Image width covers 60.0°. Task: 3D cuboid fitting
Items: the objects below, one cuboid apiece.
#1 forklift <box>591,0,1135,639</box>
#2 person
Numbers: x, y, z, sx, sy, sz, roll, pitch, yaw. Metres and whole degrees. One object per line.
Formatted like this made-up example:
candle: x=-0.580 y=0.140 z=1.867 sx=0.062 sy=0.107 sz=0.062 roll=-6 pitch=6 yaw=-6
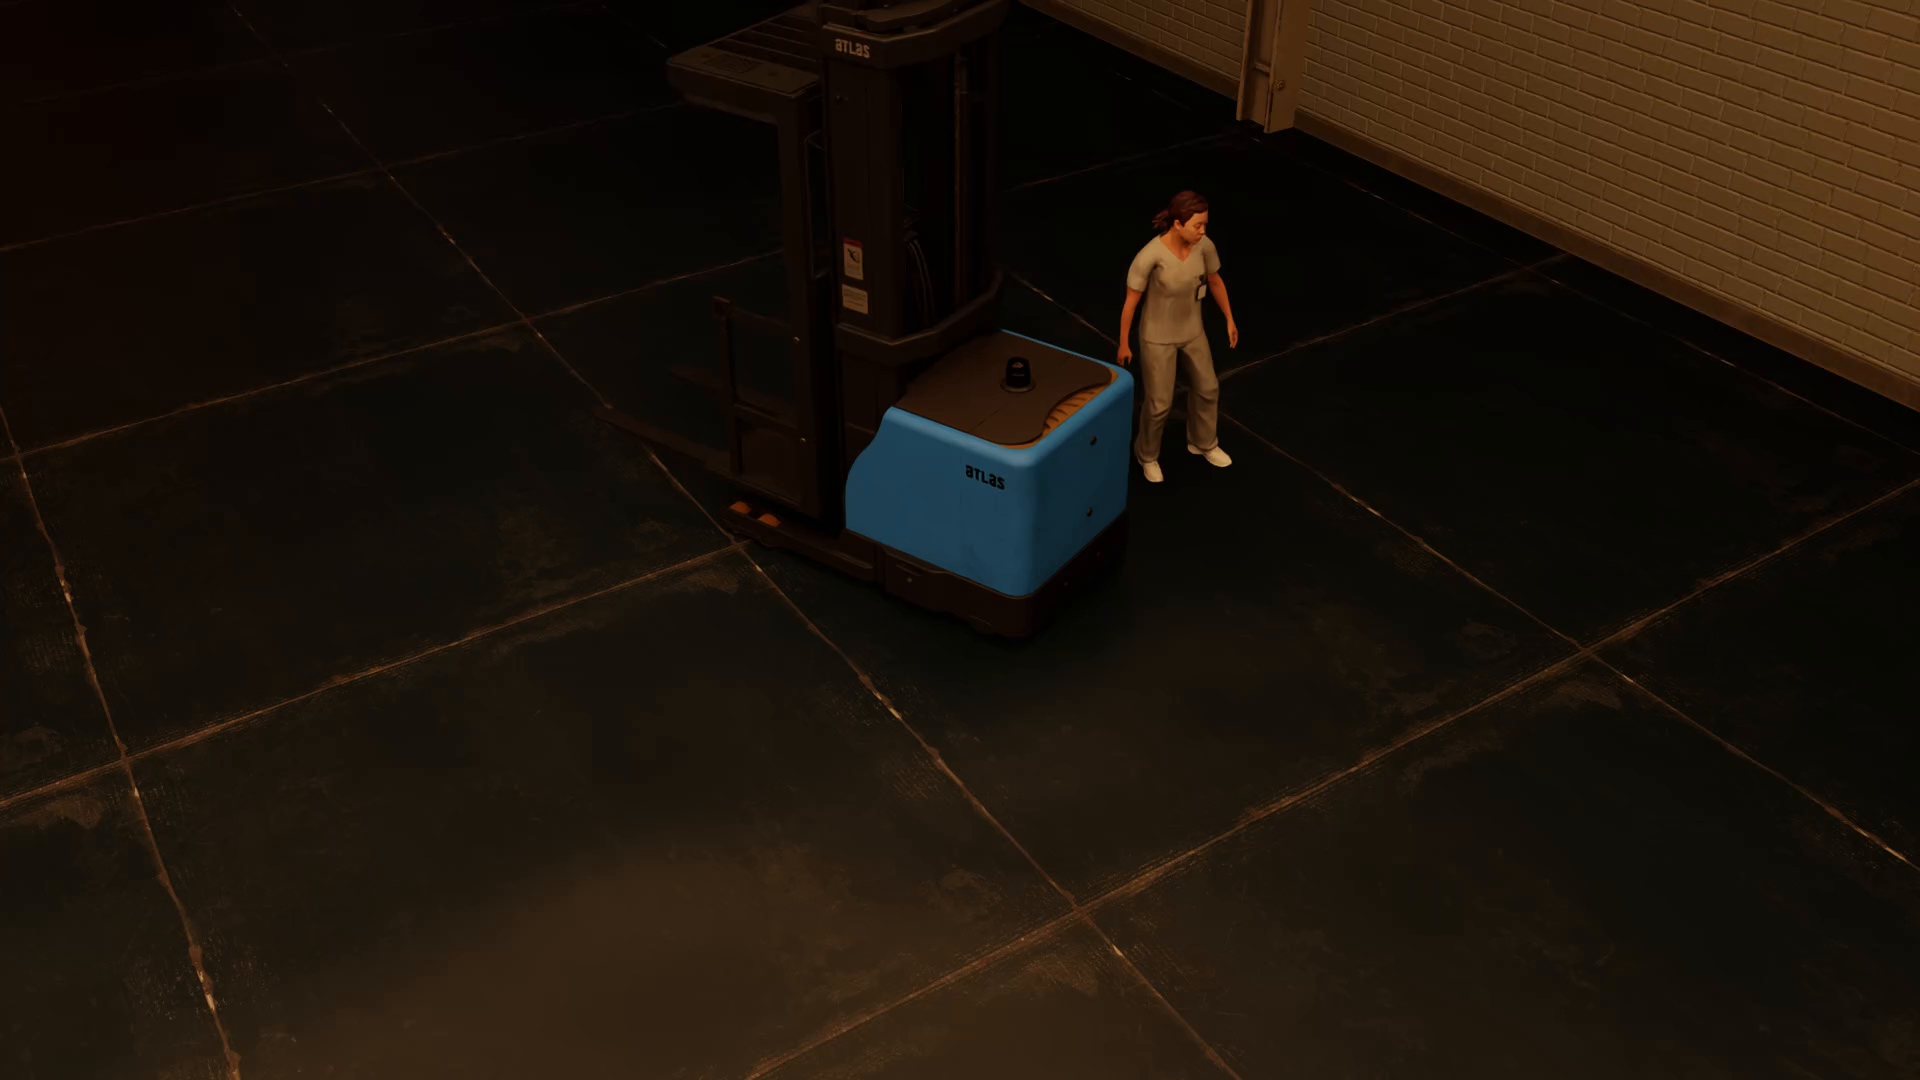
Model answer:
forklift: x=-0.644 y=-1.393 z=8.131 sx=3.031 sy=2.935 sz=1.130 roll=22 pitch=41 yaw=28
person: x=1.151 y=-1.077 z=8.801 sx=0.681 sy=1.644 sz=0.360 roll=-17 pitch=38 yaw=-22
